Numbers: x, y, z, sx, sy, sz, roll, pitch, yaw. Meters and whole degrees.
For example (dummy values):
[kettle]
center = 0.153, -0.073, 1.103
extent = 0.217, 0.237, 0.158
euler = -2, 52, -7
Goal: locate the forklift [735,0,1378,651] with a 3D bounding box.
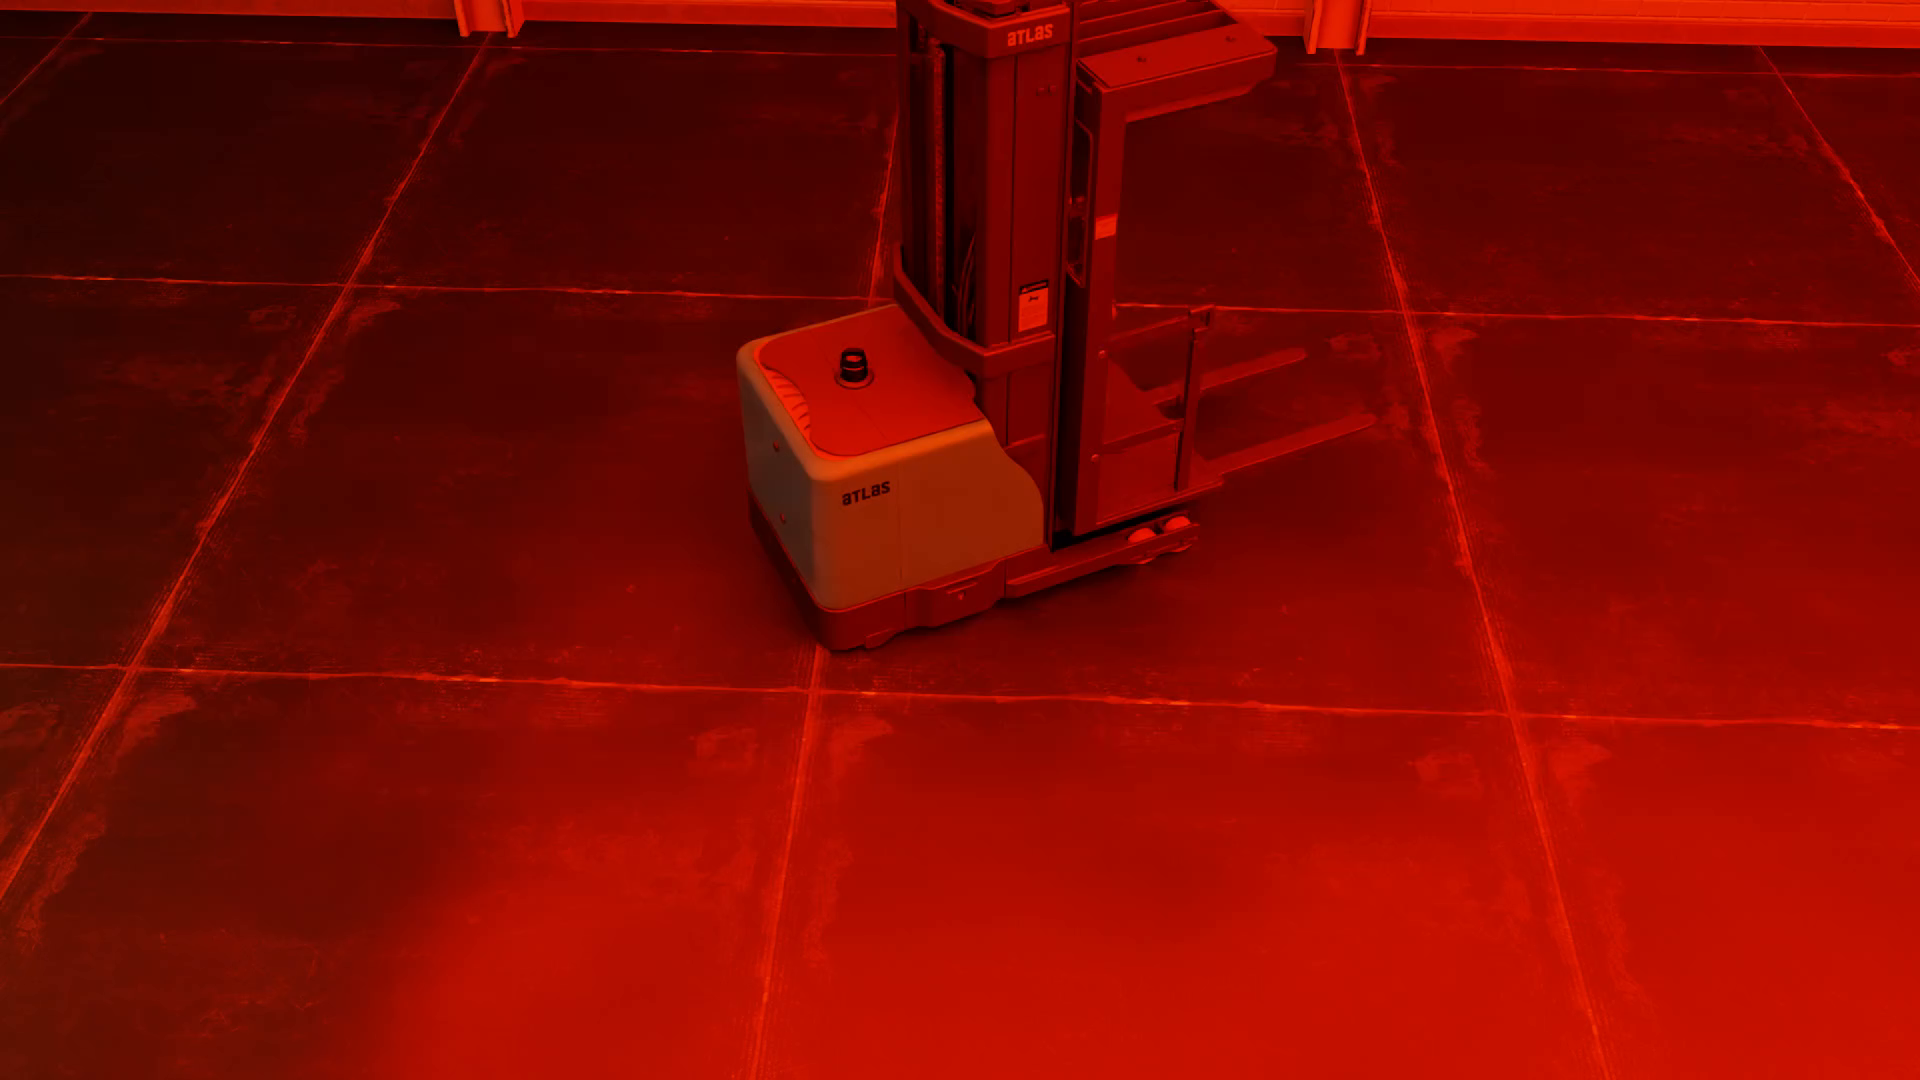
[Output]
[forklift]
center = 0.561, -1.277, 7.141
extent = 3.031, 2.935, 1.130
euler = -18, 45, -18

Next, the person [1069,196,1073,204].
[person]
center = 0.493, -2.812, 9.687
extent = 0.381, 1.771, 0.600
euler = -1, 42, -1
